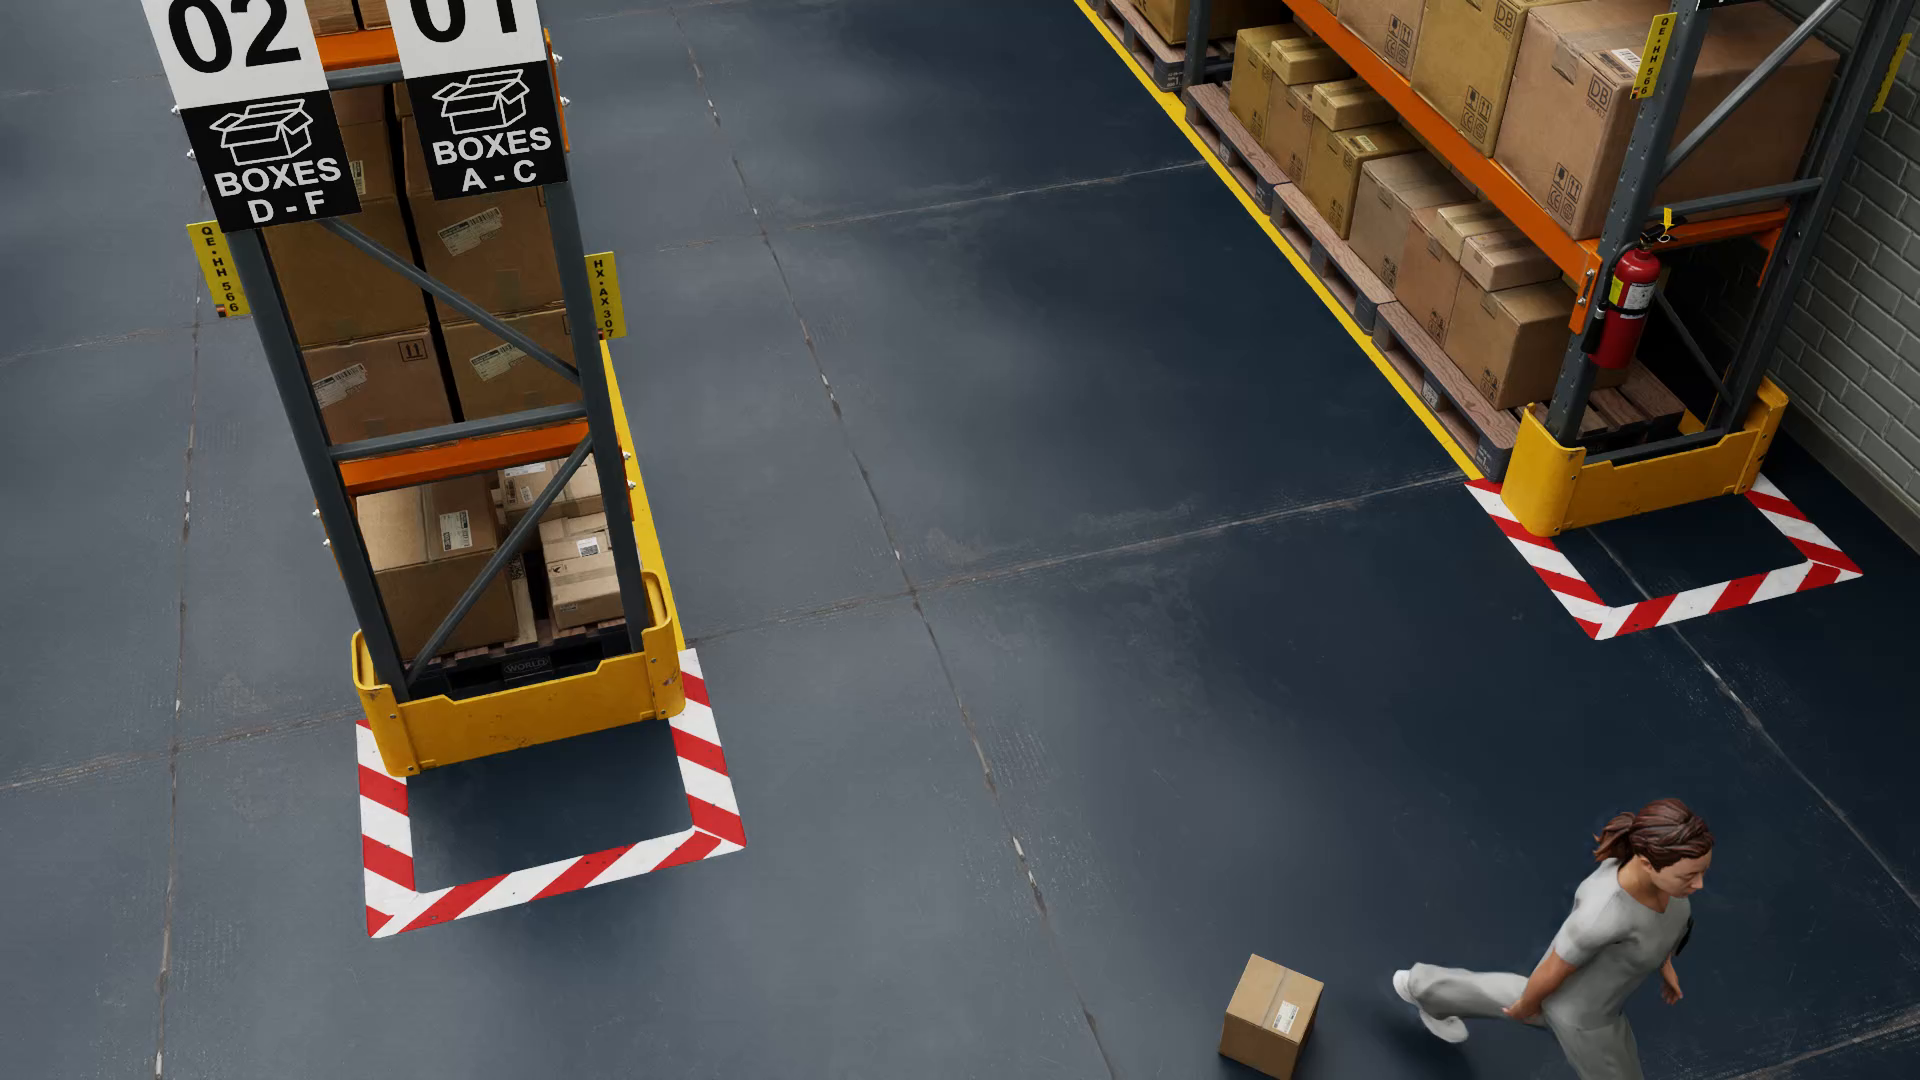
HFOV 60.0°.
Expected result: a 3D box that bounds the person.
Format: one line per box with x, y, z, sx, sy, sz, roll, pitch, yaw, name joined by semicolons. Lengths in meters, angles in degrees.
1.775;1.246;4.793;1.018;1.623;0.450;29;50;28;person
